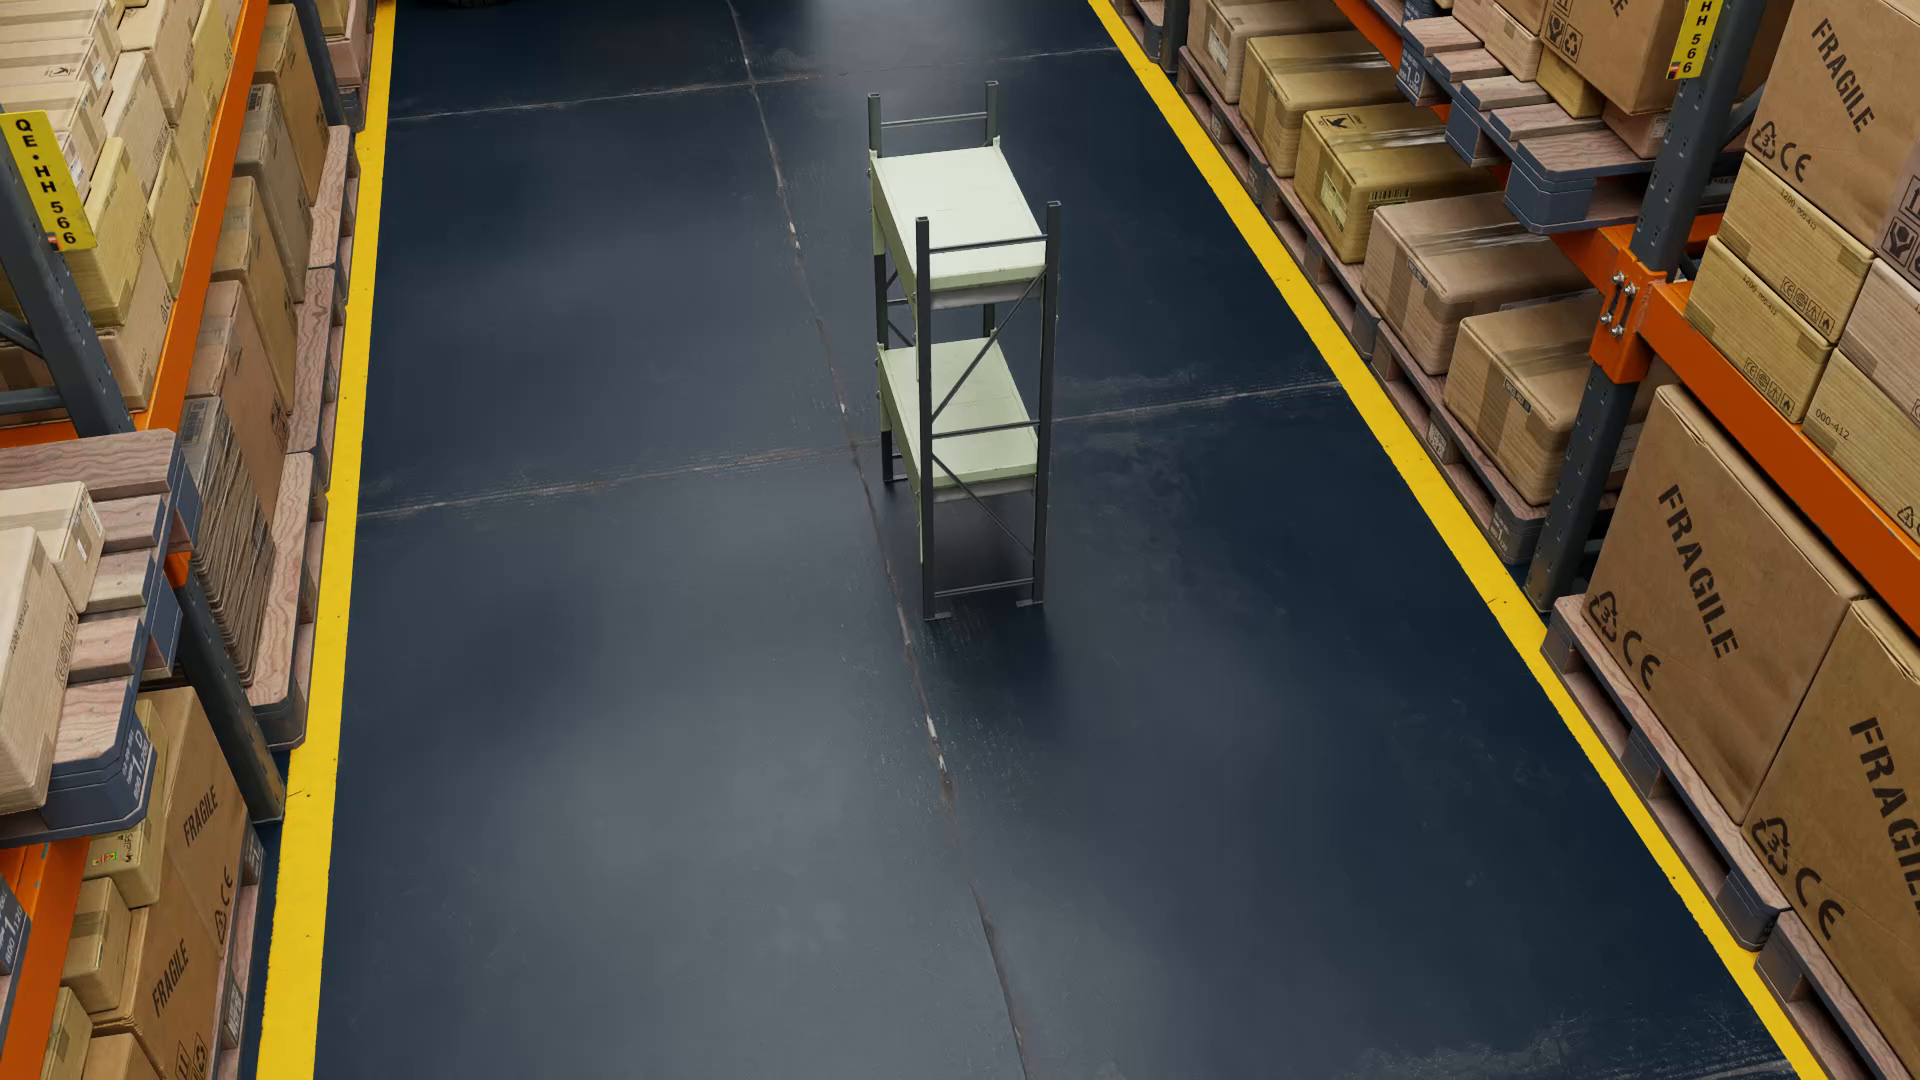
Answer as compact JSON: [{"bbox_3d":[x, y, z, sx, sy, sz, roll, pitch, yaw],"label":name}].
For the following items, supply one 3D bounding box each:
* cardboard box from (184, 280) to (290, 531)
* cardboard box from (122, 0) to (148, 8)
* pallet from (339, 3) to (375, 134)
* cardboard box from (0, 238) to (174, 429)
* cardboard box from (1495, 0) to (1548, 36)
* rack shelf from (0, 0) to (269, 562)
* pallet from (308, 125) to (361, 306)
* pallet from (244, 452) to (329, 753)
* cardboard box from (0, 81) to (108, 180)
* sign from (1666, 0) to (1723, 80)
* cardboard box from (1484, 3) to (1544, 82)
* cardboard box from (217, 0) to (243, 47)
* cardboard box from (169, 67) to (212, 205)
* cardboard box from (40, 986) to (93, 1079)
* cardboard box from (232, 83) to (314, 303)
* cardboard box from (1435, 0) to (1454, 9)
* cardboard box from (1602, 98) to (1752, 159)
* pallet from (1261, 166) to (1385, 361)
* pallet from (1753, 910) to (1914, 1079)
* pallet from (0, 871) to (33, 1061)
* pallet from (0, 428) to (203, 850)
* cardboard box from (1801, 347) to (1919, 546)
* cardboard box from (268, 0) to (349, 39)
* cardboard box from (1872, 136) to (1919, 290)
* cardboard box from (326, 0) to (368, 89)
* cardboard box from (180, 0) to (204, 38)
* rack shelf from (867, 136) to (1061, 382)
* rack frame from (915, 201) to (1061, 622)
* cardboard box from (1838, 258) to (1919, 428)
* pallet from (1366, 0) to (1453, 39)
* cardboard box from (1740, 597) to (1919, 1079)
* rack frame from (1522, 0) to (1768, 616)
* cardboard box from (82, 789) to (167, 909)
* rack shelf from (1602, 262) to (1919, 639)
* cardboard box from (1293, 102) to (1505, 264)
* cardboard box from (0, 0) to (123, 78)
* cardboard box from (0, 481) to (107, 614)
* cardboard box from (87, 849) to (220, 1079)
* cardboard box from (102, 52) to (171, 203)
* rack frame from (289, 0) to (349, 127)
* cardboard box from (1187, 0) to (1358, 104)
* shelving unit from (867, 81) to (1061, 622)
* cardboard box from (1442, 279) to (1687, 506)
[{"bbox_3d":[-2.736,-0.369,5.378,0.875,0.625,0.625,-7,42,-8],"label":"cardboard box"},{"bbox_3d":[-2.536,-1.635,4.768,0.380,0.149,0.250,-8,42,-8],"label":"cardboard box"},{"bbox_3d":[-3.460,-2.342,8.230,1.003,0.211,1.213,-8,42,-9],"label":"pallet"},{"bbox_3d":[-2.323,-0.537,4.209,0.500,0.250,0.500,-8,42,-9],"label":"cardboard box"},{"bbox_3d":[1.888,-1.879,4.991,0.500,0.500,0.500,-9,42,-10],"label":"cardboard box"},{"bbox_3d":[-2.898,-1.298,5.495,1.077,0.370,4.000,-8,42,-9],"label":"rack shelf"},{"bbox_3d":[-3.132,-1.349,7.111,1.003,0.211,1.213,-8,42,-9],"label":"pallet"},{"bbox_3d":[-2.606,0.233,5.329,1.003,0.211,1.213,-8,42,-9],"label":"pallet"},{"bbox_3d":[-2.306,-0.973,4.022,0.380,0.149,0.250,-7,42,-8],"label":"cardboard box"},{"bbox_3d":[1.852,-1.304,4.147,0.100,0.325,0.005,-8,42,-9],"label":"sign"},{"bbox_3d":[1.853,-1.547,5.106,0.380,0.149,0.250,-9,42,-10],"label":"cardboard box"},{"bbox_3d":[-2.774,-1.867,5.707,0.500,0.250,0.500,-8,42,-9],"label":"cardboard box"},{"bbox_3d":[-2.545,-1.197,4.952,0.500,0.250,0.500,-10,42,-11],"label":"cardboard box"},{"bbox_3d":[-1.996,1.075,3.357,0.380,0.149,0.250,-7,42,-8],"label":"cardboard box"},{"bbox_3d":[-3.046,-1.292,6.418,0.875,0.625,0.625,-9,42,-10],"label":"cardboard box"},{"bbox_3d":[1.733,-1.887,5.490,0.380,0.149,0.250,-8,42,-9],"label":"cardboard box"},{"bbox_3d":[2.079,-1.226,4.745,0.380,0.149,0.250,-7,42,-8],"label":"cardboard box"},{"bbox_3d":[1.953,-1.238,6.985,1.003,0.211,1.213,-8,42,-9],"label":"pallet"},{"bbox_3d":[2.736,1.369,4.048,1.003,0.211,1.213,-8,42,-9],"label":"pallet"},{"bbox_3d":[-2.042,1.061,2.440,1.003,0.211,1.213,-8,42,-9],"label":"pallet"},{"bbox_3d":[-2.251,0.230,3.376,1.213,0.211,1.003,-8,42,-9],"label":"pallet"},{"bbox_3d":[2.368,-0.245,3.879,0.500,0.250,0.500,-9,42,-11],"label":"cardboard box"},{"bbox_3d":[-3.132,-2.537,7.727,0.500,0.250,0.500,-9,42,-9],"label":"cardboard box"},{"bbox_3d":[2.364,-0.721,3.474,0.500,0.500,0.500,-8,42,-9],"label":"cardboard box"},{"bbox_3d":[-3.110,-2.353,7.897,0.500,0.250,0.500,-8,42,-9],"label":"cardboard box"},{"bbox_3d":[-2.660,-1.719,5.163,0.500,0.250,0.500,-8,42,-9],"label":"cardboard box"},{"bbox_3d":[-0.001,-0.857,4.998,0.431,0.370,0.720,-8,42,-9],"label":"rack shelf"},{"bbox_3d":[0.078,-0.328,4.990,0.400,1.500,0.023,-8,42,-9],"label":"rack frame"},{"bbox_3d":[2.359,-0.416,3.696,0.500,0.250,0.500,-7,42,-8],"label":"cardboard box"},{"bbox_3d":[1.913,-2.190,6.102,1.003,0.211,1.213,-8,42,-9],"label":"pallet"},{"bbox_3d":[2.636,0.691,3.996,0.875,0.875,0.875,-8,42,-9],"label":"cardboard box"},{"bbox_3d":[2.380,-0.985,4.600,1.000,3.000,0.127,-8,42,-9],"label":"rack frame"},{"bbox_3d":[-2.023,0.721,3.757,0.380,0.149,0.250,-10,43,-12],"label":"cardboard box"},{"bbox_3d":[2.812,0.581,3.378,1.077,0.370,4.000,-8,42,-9],"label":"rack shelf"},{"bbox_3d":[1.942,-1.496,6.839,0.950,0.372,0.625,-7,42,-8],"label":"cardboard box"},{"bbox_3d":[-2.455,-1.303,4.394,0.380,0.149,0.250,-8,42,-9],"label":"cardboard box"},{"bbox_3d":[-1.949,0.037,3.322,0.380,0.149,0.250,-8,42,-8],"label":"cardboard box"},{"bbox_3d":[-2.067,1.076,3.845,0.500,0.500,0.500,-9,42,-10],"label":"cardboard box"},{"bbox_3d":[-2.430,-1.049,4.409,0.500,0.250,0.500,-7,42,-8],"label":"cardboard box"},{"bbox_3d":[-3.329,-2.864,6.717,1.000,3.000,0.127,-8,42,-9],"label":"rack frame"},{"bbox_3d":[1.632,-2.412,7.871,0.950,0.372,0.625,-8,42,-9],"label":"cardboard box"},{"bbox_3d":[-0.001,-0.565,5.257,0.431,1.500,0.755,-8,42,-9],"label":"shelving unit"},{"bbox_3d":[2.268,-0.527,5.747,0.950,0.372,0.625,-11,43,-12],"label":"cardboard box"}]
